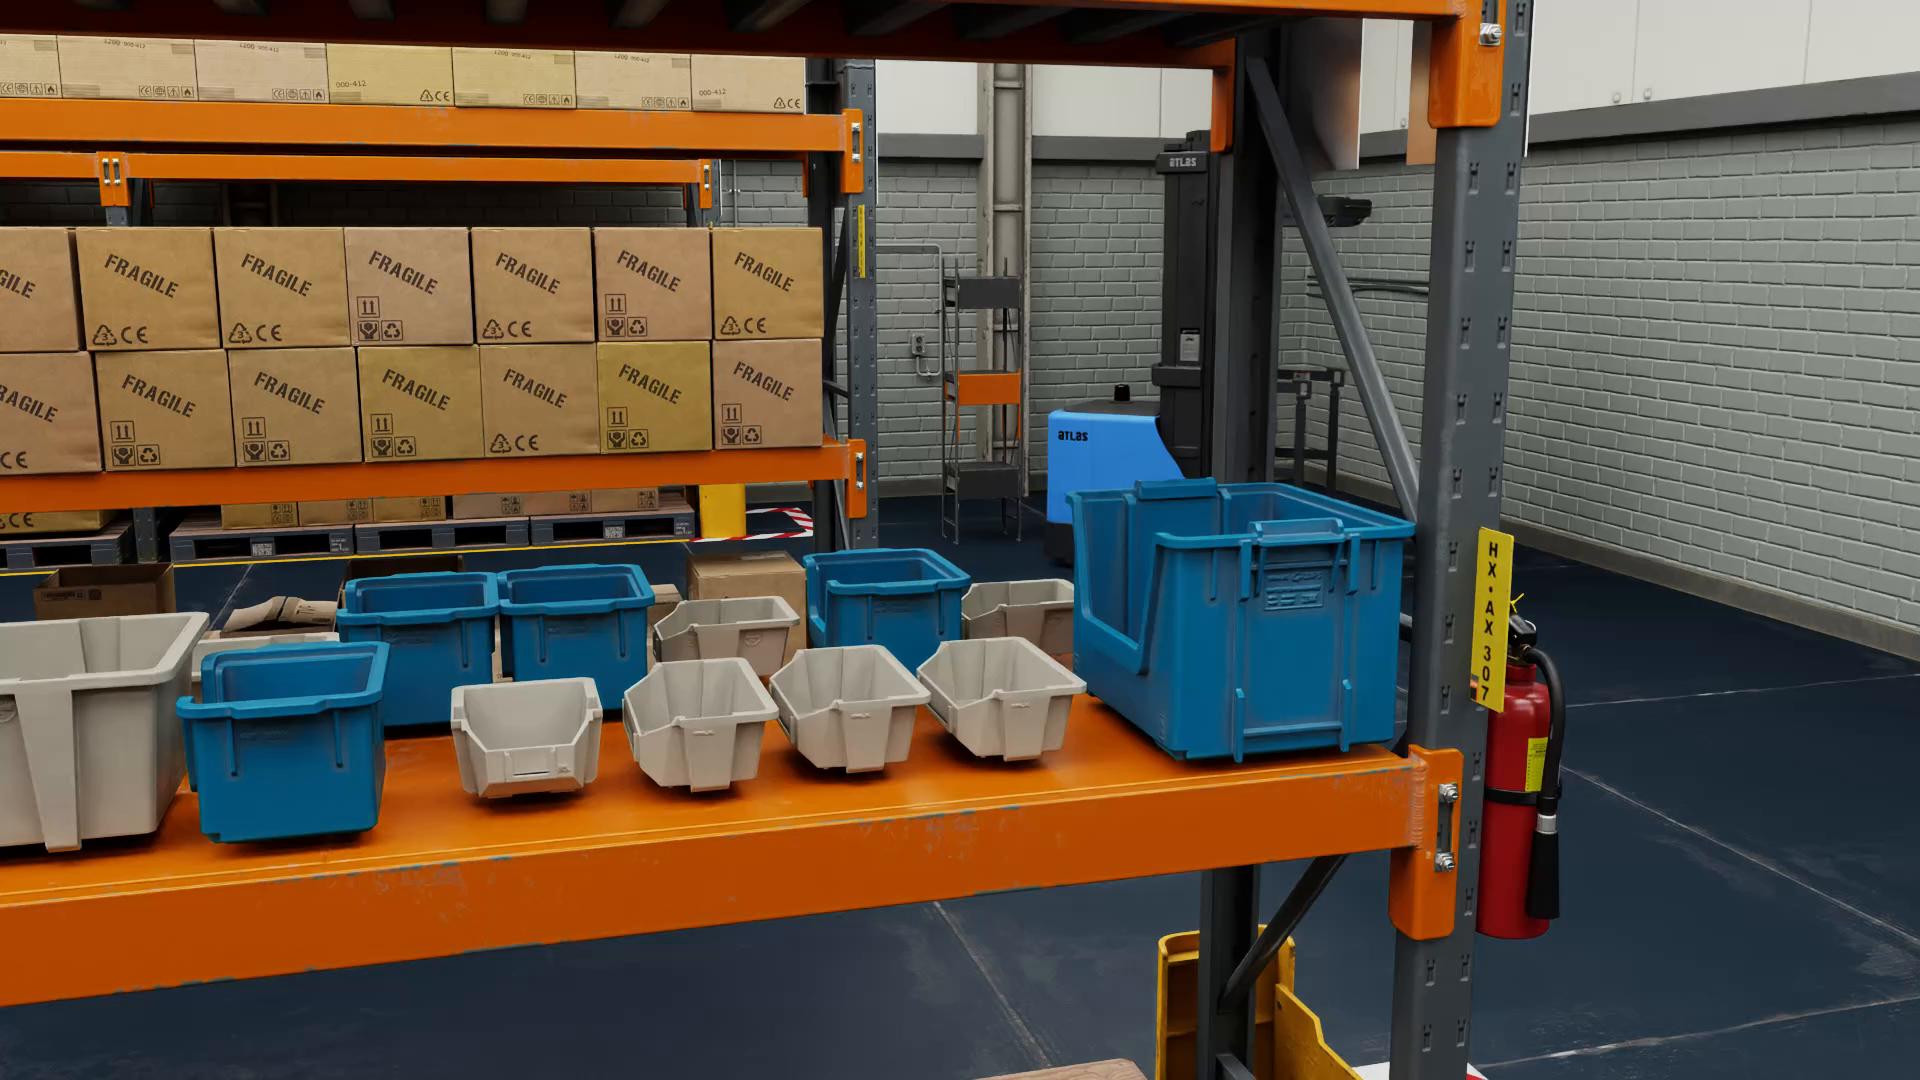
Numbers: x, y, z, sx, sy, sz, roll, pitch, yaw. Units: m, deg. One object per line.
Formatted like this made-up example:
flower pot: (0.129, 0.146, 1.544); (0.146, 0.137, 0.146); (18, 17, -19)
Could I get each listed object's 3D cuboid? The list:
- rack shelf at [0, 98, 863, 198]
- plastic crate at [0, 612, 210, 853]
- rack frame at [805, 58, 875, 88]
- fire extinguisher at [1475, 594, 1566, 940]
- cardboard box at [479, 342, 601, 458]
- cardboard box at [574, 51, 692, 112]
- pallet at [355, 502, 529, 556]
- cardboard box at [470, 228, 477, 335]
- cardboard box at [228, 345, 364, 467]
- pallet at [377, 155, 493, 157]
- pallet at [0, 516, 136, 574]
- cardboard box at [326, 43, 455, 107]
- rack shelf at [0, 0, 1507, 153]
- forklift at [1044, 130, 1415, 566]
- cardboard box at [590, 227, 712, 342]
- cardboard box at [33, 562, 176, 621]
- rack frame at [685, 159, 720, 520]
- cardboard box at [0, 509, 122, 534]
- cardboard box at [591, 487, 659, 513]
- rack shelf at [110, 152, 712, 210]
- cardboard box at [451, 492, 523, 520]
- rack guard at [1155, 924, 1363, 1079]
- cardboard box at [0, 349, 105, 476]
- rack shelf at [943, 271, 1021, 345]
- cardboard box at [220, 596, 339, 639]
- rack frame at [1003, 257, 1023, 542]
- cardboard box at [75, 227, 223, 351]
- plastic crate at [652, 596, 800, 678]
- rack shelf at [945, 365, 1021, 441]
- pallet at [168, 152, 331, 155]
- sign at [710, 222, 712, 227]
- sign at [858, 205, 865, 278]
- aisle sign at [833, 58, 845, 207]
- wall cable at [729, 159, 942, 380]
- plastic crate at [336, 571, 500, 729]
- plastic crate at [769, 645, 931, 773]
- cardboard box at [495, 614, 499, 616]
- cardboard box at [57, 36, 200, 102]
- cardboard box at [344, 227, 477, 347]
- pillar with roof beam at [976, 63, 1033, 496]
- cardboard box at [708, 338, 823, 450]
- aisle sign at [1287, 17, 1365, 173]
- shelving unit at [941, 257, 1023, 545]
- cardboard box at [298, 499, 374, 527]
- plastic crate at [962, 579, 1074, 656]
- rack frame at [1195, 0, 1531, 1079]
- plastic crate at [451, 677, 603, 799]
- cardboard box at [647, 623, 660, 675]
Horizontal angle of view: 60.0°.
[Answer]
rack shelf: (-2.504, -1.751, 7.477); (4.000, 0.370, 1.077); (-3, 11, -16)
plastic crate: (-1.526, 0.316, 2.707); (0.530, 0.282, 0.437); (-3, 11, -16)
rack frame: (-0.584, -3.682, 7.690); (0.127, 3.000, 1.000); (-3, 11, -16)
fire extinguisher: (1.069, 0.423, 3.208); (0.183, 0.674, 0.296); (-3, 11, -16)
cardboard box: (-1.916, -0.659, 7.566); (0.500, 0.500, 0.500); (-3, 11, -15)
cardboard box: (-1.487, -2.037, 7.458); (0.500, 0.250, 0.500); (-3, 11, -16)
pallet: (-3.887, -0.106, 12.537); (1.213, 0.211, 1.003); (-3, 11, -16)
cardboard box: (-2.553, -1.217, 7.837); (0.500, 0.500, 0.500); (-3, 11, -16)
cardboard box: (-2.887, -0.608, 7.287); (0.500, 0.500, 0.500); (-3, 11, -16)
pallet: (-3.855, -2.922, 12.094); (1.213, 0.211, 1.003); (-3, 11, -16)
pallet: (-6.532, 0.034, 11.780); (1.213, 0.211, 1.003); (-3, 11, -16)
cardboard box: (-2.448, -1.987, 7.186); (0.500, 0.250, 0.500); (-3, 11, -16)
rack shelf: (-1.123, -0.890, 2.799); (4.000, 0.370, 1.077); (-3, 11, -16)
forklift: (2.149, -1.232, 11.146); (3.031, 2.935, 1.130); (5, 11, 24)
cardboard box: (-1.419, -1.176, 7.612); (0.500, 0.500, 0.500); (-3, 11, -14)
cardboard box: (-3.957, 0.406, 7.745); (0.500, 0.500, 0.500); (-3, 11, -16)
rack frame: (-1.972, -1.592, 12.910); (0.127, 3.000, 1.000); (-3, 11, -16)
cardboard box: (-6.400, -0.484, 11.666); (0.750, 0.750, 0.750); (-3, 11, -15)
cardboard box: (-2.616, -0.517, 12.812); (0.500, 0.500, 0.700); (-3, 11, -16)
rack shelf: (-3.892, -2.612, 12.154); (4.000, 0.370, 1.077); (-3, 11, -16)
cardboard box: (-3.579, -0.466, 12.535); (0.500, 0.500, 0.700); (-3, 11, -18)
rack guard: (0.816, 1.356, 3.800); (0.348, 0.500, 1.175); (-3, 11, -16)
cardboard box: (-3.859, -0.556, 7.008); (0.500, 0.500, 0.500); (-3, 11, -14)
rack shelf: (0.159, -1.716, 12.278); (0.480, 0.518, 0.431); (-3, 11, -16)
cardboard box: (-3.237, 0.461, 7.968); (0.500, 0.311, 0.500); (-3, 11, -16)
rack frame: (0.393, -1.053, 12.469); (0.015, 2.100, 0.400); (-3, 11, -16)
cardboard box: (-3.398, -1.071, 7.041); (0.500, 0.500, 0.500); (-3, 11, -18)
plastic crate: (-0.514, 0.222, 3.620); (0.298, 0.136, 0.250); (-3, 11, -16)
rack shelf: (0.159, -1.028, 12.404); (0.480, 0.518, 0.431); (-3, 11, -16)
pallet: (-5.024, -2.861, 11.762); (1.213, 0.211, 1.003); (-3, 11, -16)
sign: (-1.834, -2.183, 12.268); (0.005, 0.325, 0.100); (-3, 11, -16)
sign: (-0.448, -1.359, 7.571); (0.005, 0.325, 0.100); (-3, 11, -16)
aisle sign: (-0.600, -2.064, 8.294); (0.004, 0.787, 0.394); (-3, 11, -16)
wall cable: (-1.007, -2.321, 14.063); (1.851, 1.984, 0.084); (-3, 11, -16)
plastic crate: (-1.084, 0.220, 3.364); (0.300, 0.233, 0.416); (-3, 11, -16)
plastic crate: (-0.218, 0.315, 3.113); (0.243, 0.136, 0.396); (-3, 11, -16)
cardboard box: (-2.145, 0.434, 8.286); (0.500, 0.250, 0.500); (-3, 11, -16)
cardboard box: (-3.407, -1.936, 6.910); (0.500, 0.250, 0.500); (-3, 11, -16)
cardboard box: (-2.409, -1.123, 7.324); (0.500, 0.500, 0.500); (-3, 11, -14)
pillar with roof beam: (1.582, -4.081, 9.861); (0.400, 9.000, 9.100); (-3, 11, -16)
cardboard box: (-0.938, -0.710, 7.844); (0.500, 0.500, 0.500); (-3, 11, -14)
aisle sign: (0.783, -1.204, 3.620); (0.004, 0.787, 0.394); (-3, 11, -16)
shelving unit: (0.159, -1.041, 12.402); (0.503, 2.100, 0.431); (-3, 11, -16)
cardboard box: (-4.583, -0.412, 12.243); (0.500, 0.500, 0.700); (-3, 11, -17)
plastic crate: (0.137, 0.187, 3.807); (0.298, 0.136, 0.250); (-3, 11, -16)
rack frame: (0.798, 0.131, 3.552); (0.053, 2.616, 0.949); (-3, 11, -16)
plastic crate: (-0.757, 0.352, 2.914); (0.250, 0.136, 0.298); (-3, 11, -16)
cardboard box: (-1.451, 0.521, 8.042); (0.250, 0.166, 0.380); (-3, 11, -16)
